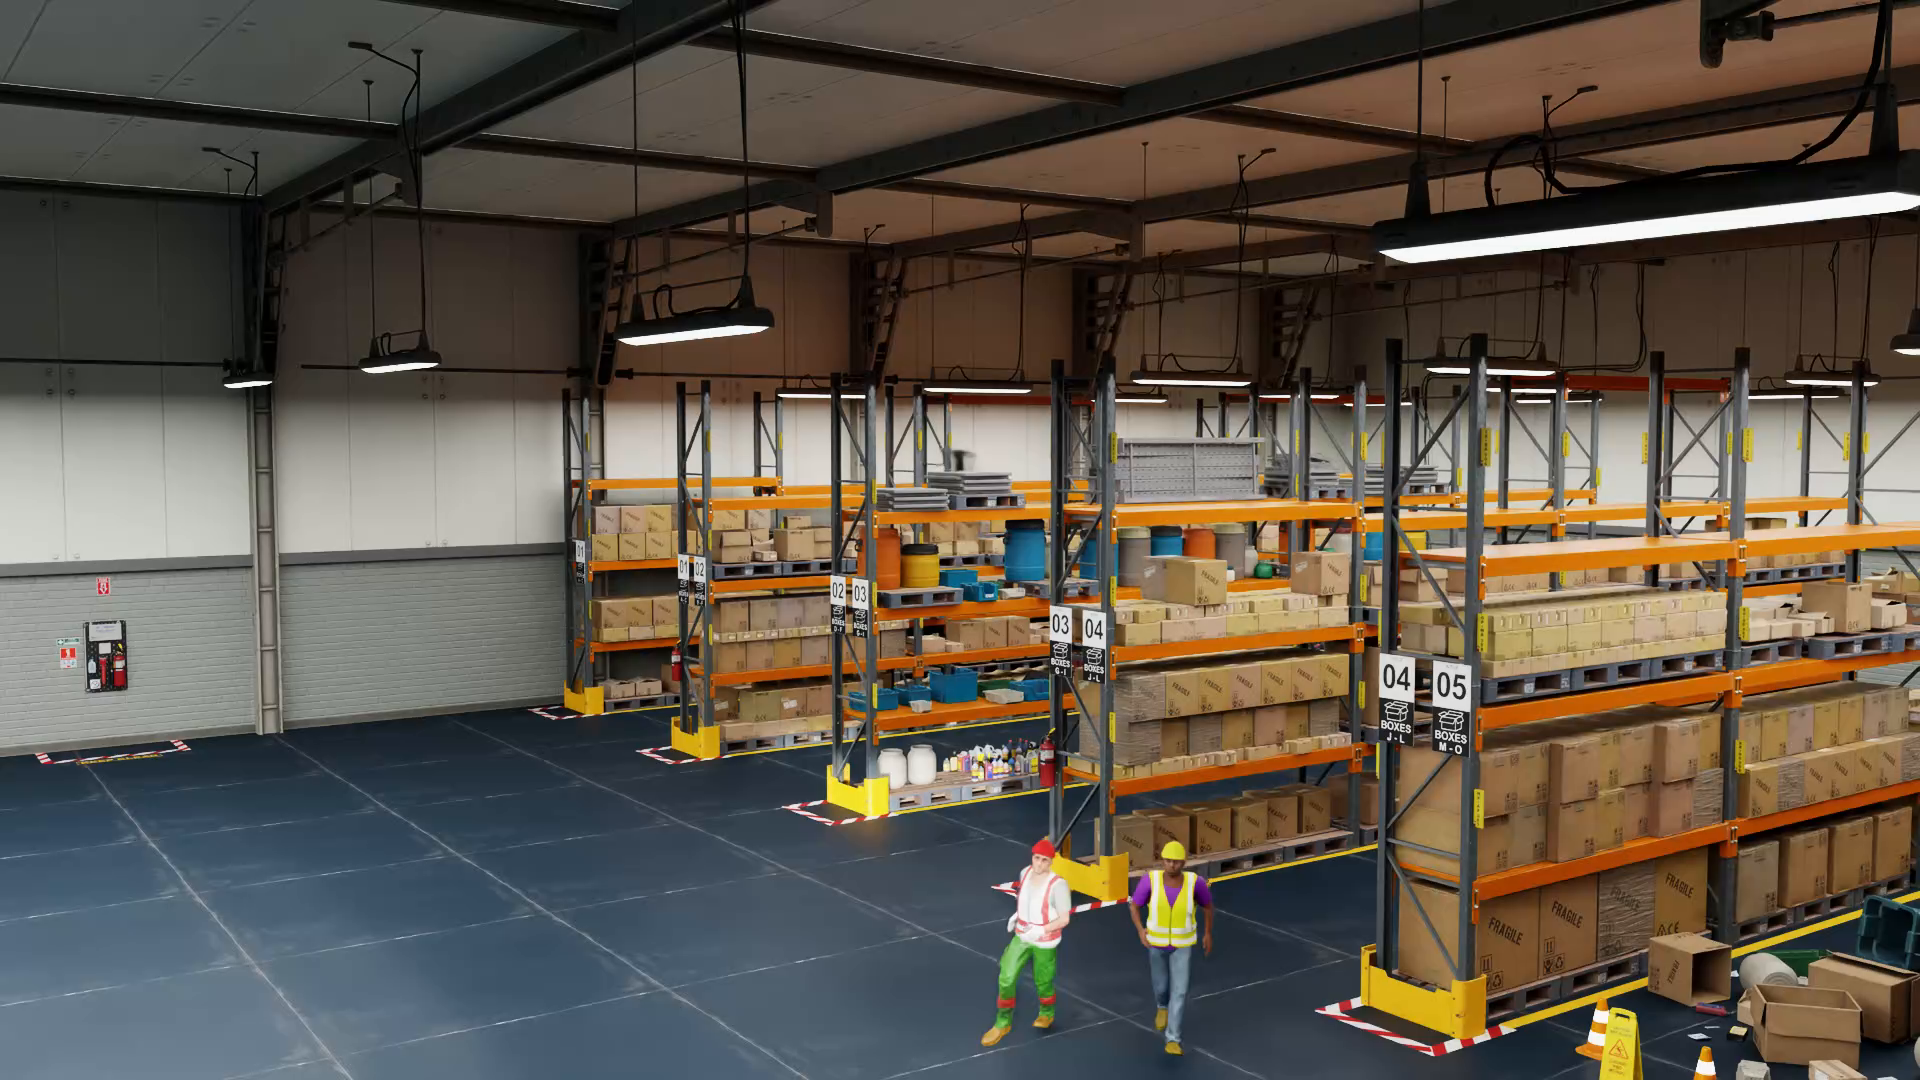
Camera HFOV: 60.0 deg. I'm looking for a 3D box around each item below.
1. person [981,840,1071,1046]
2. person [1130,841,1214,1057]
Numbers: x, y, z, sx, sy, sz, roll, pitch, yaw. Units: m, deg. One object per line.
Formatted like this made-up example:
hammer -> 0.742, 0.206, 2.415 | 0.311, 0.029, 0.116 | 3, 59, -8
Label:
person -> 0.635, 3.362, 13.999 | 0.717, 1.751, 0.834 | 2, 4, 31
person -> 1.776, 3.382, 13.965 | 0.703, 1.752, 0.945 | 1, 4, 8
